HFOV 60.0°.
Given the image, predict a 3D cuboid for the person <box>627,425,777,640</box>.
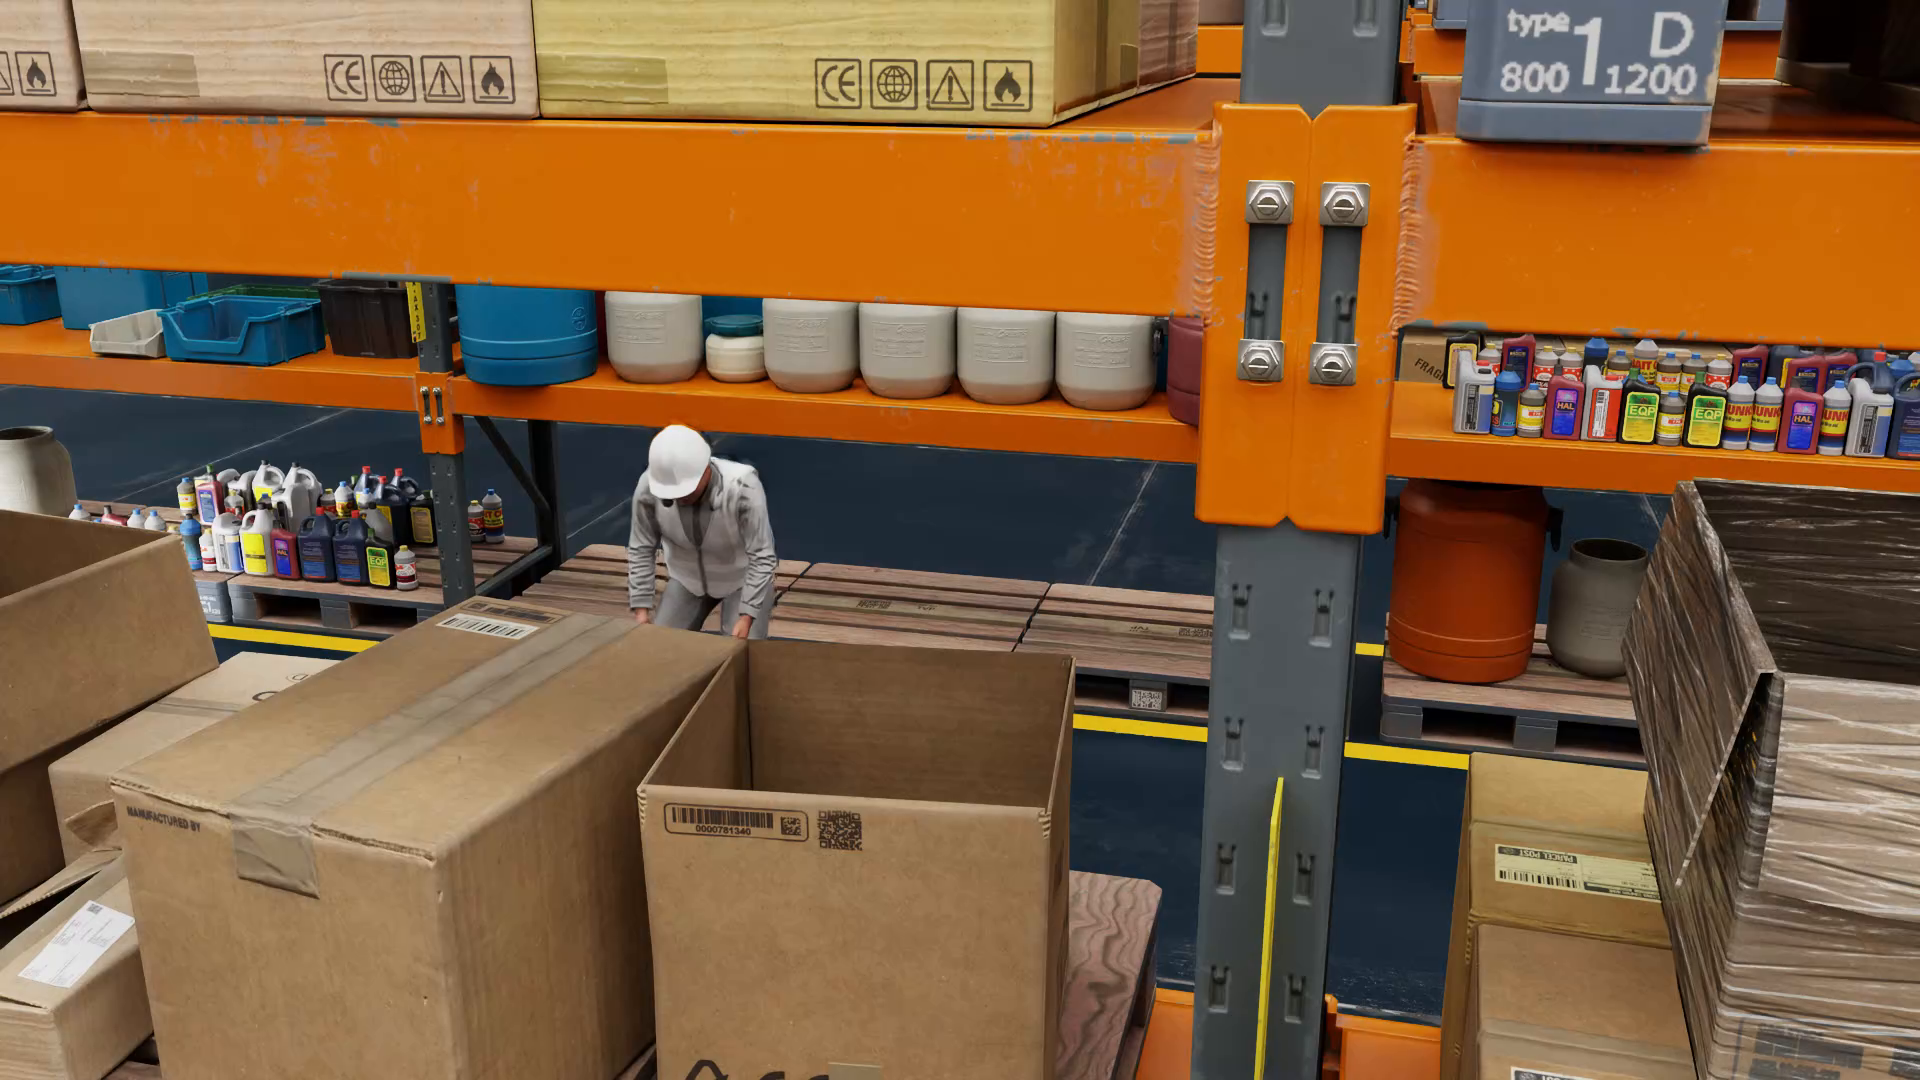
[{"bbox_3d":[-0.961,0.202,6.427,0.591,1.449,0.753,5,19,14],"label":"person"}]
